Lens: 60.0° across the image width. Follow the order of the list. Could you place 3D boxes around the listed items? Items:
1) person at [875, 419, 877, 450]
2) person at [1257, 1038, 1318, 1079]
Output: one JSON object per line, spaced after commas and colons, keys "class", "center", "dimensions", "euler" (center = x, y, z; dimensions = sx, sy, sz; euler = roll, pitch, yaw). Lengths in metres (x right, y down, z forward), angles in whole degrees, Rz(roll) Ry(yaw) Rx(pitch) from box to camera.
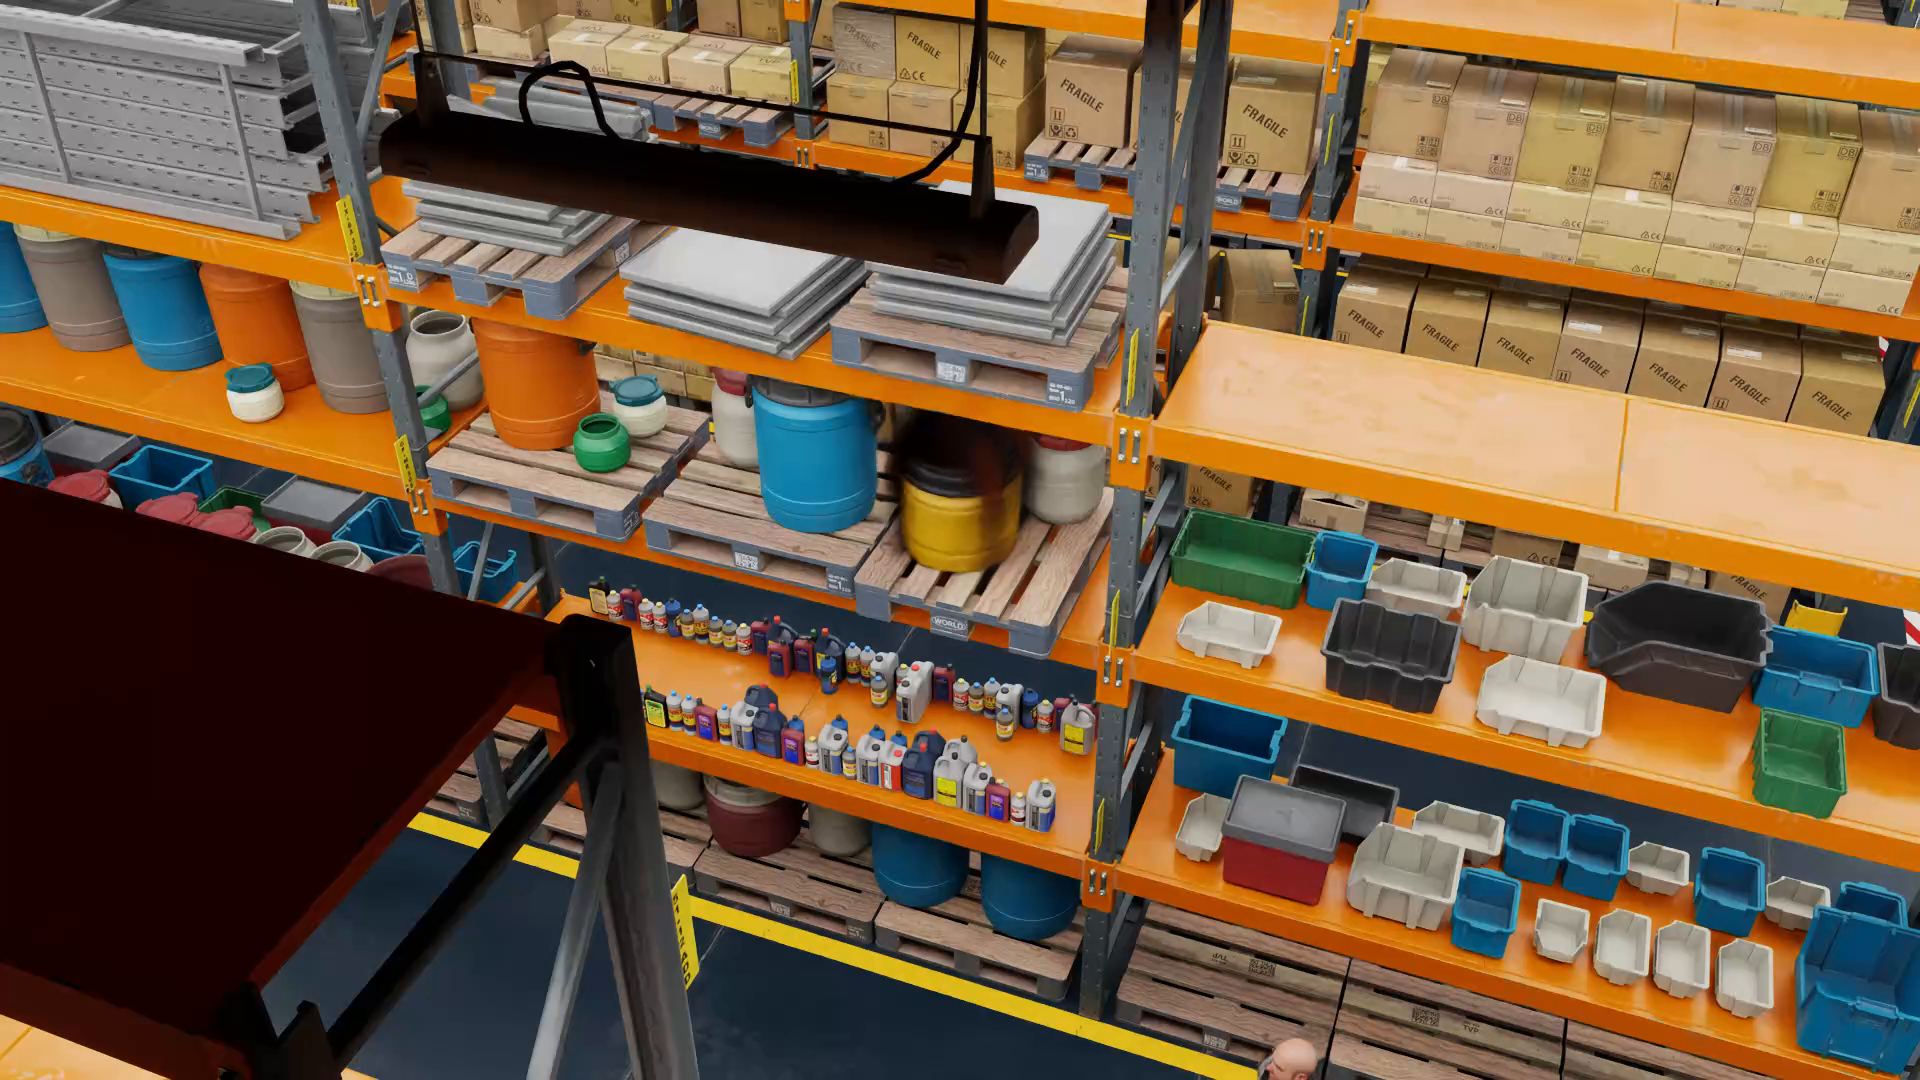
{"class": "person", "center": [-0.923, -0.714, 12.638], "dimensions": [0.584, 1.756, 0.543], "euler": [-17, 40, -22]}
{"class": "person", "center": [1.522, 2.938, 7.765], "dimensions": [0.432, 1.717, 0.587], "euler": [-13, 39, -17]}
